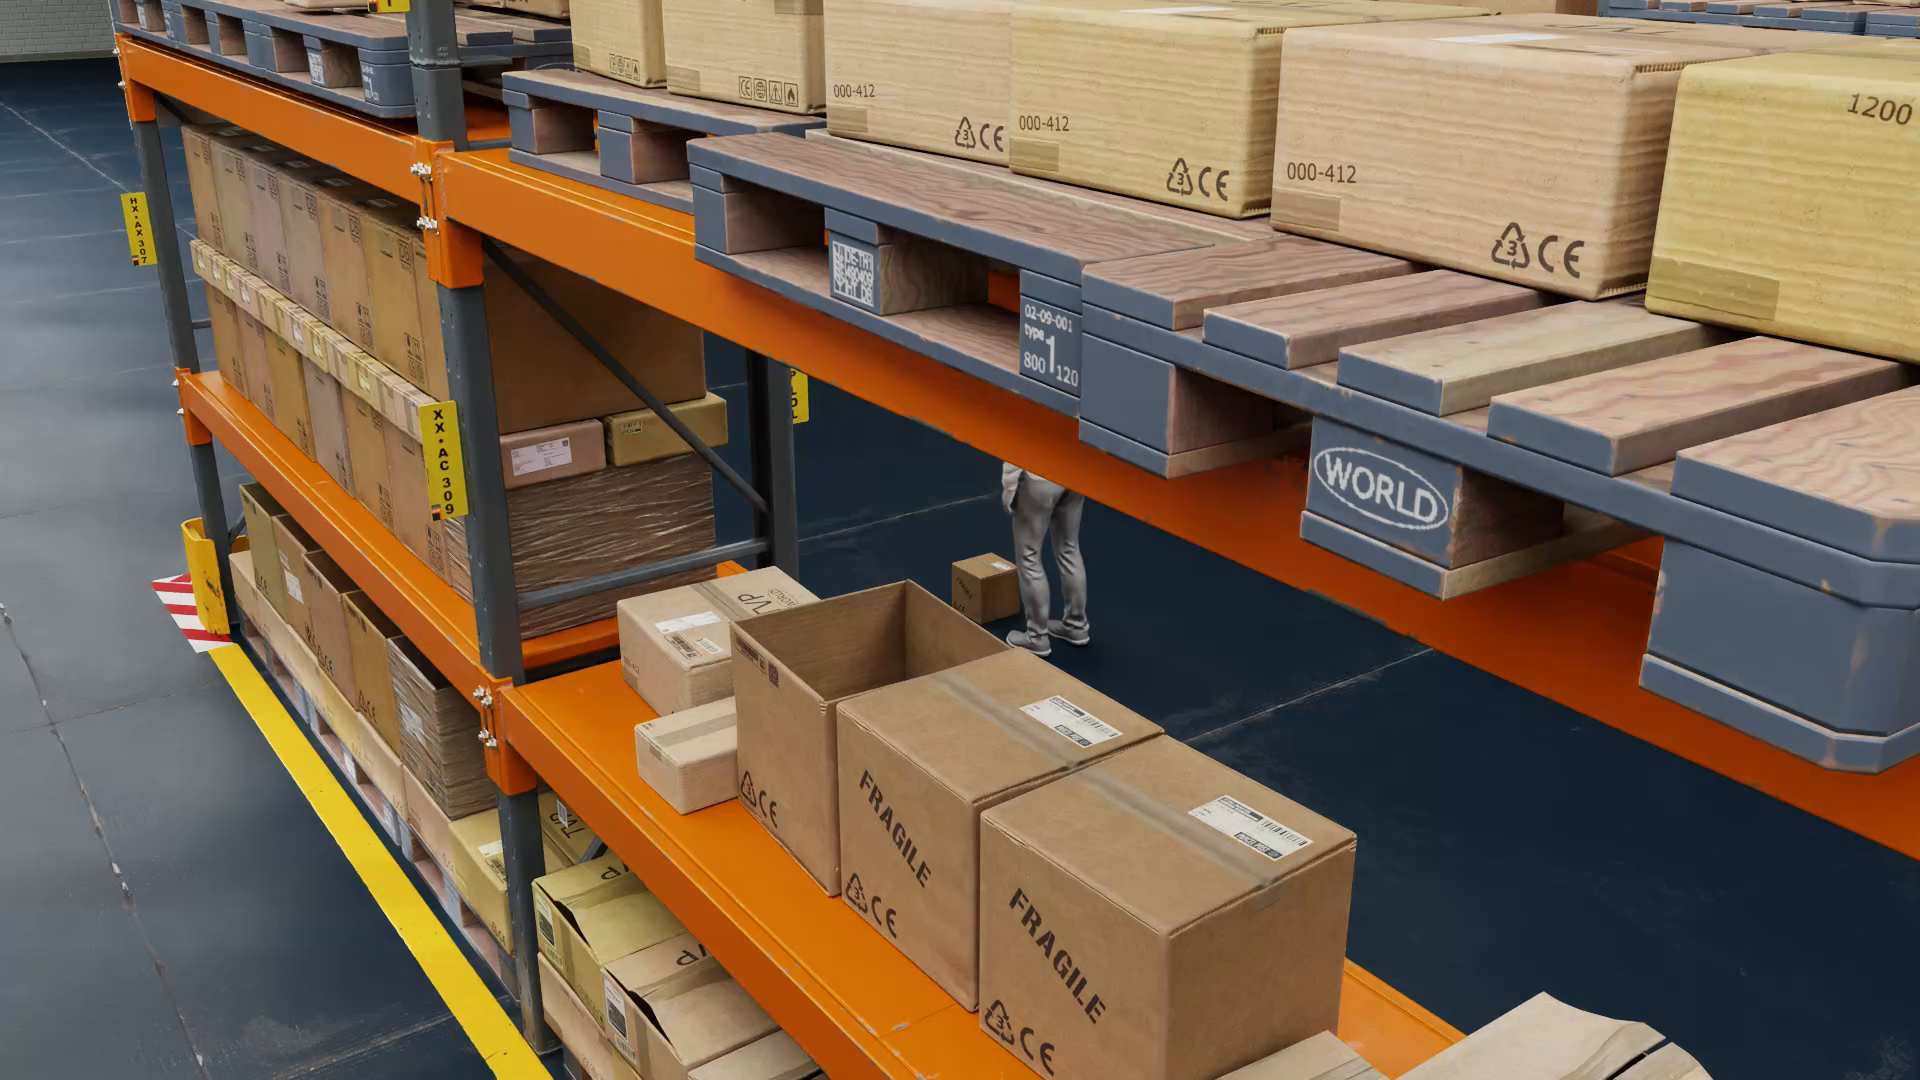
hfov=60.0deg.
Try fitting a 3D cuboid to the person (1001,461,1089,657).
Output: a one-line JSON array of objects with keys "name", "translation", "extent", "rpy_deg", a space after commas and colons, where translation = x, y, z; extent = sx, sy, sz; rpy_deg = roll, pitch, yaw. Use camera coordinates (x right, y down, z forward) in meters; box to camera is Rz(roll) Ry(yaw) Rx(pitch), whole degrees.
[{"name": "person", "translation": [0.400, -0.264, 7.765], "extent": [0.470, 1.664, 0.328], "rpy_deg": [-14, 26, -32]}]
